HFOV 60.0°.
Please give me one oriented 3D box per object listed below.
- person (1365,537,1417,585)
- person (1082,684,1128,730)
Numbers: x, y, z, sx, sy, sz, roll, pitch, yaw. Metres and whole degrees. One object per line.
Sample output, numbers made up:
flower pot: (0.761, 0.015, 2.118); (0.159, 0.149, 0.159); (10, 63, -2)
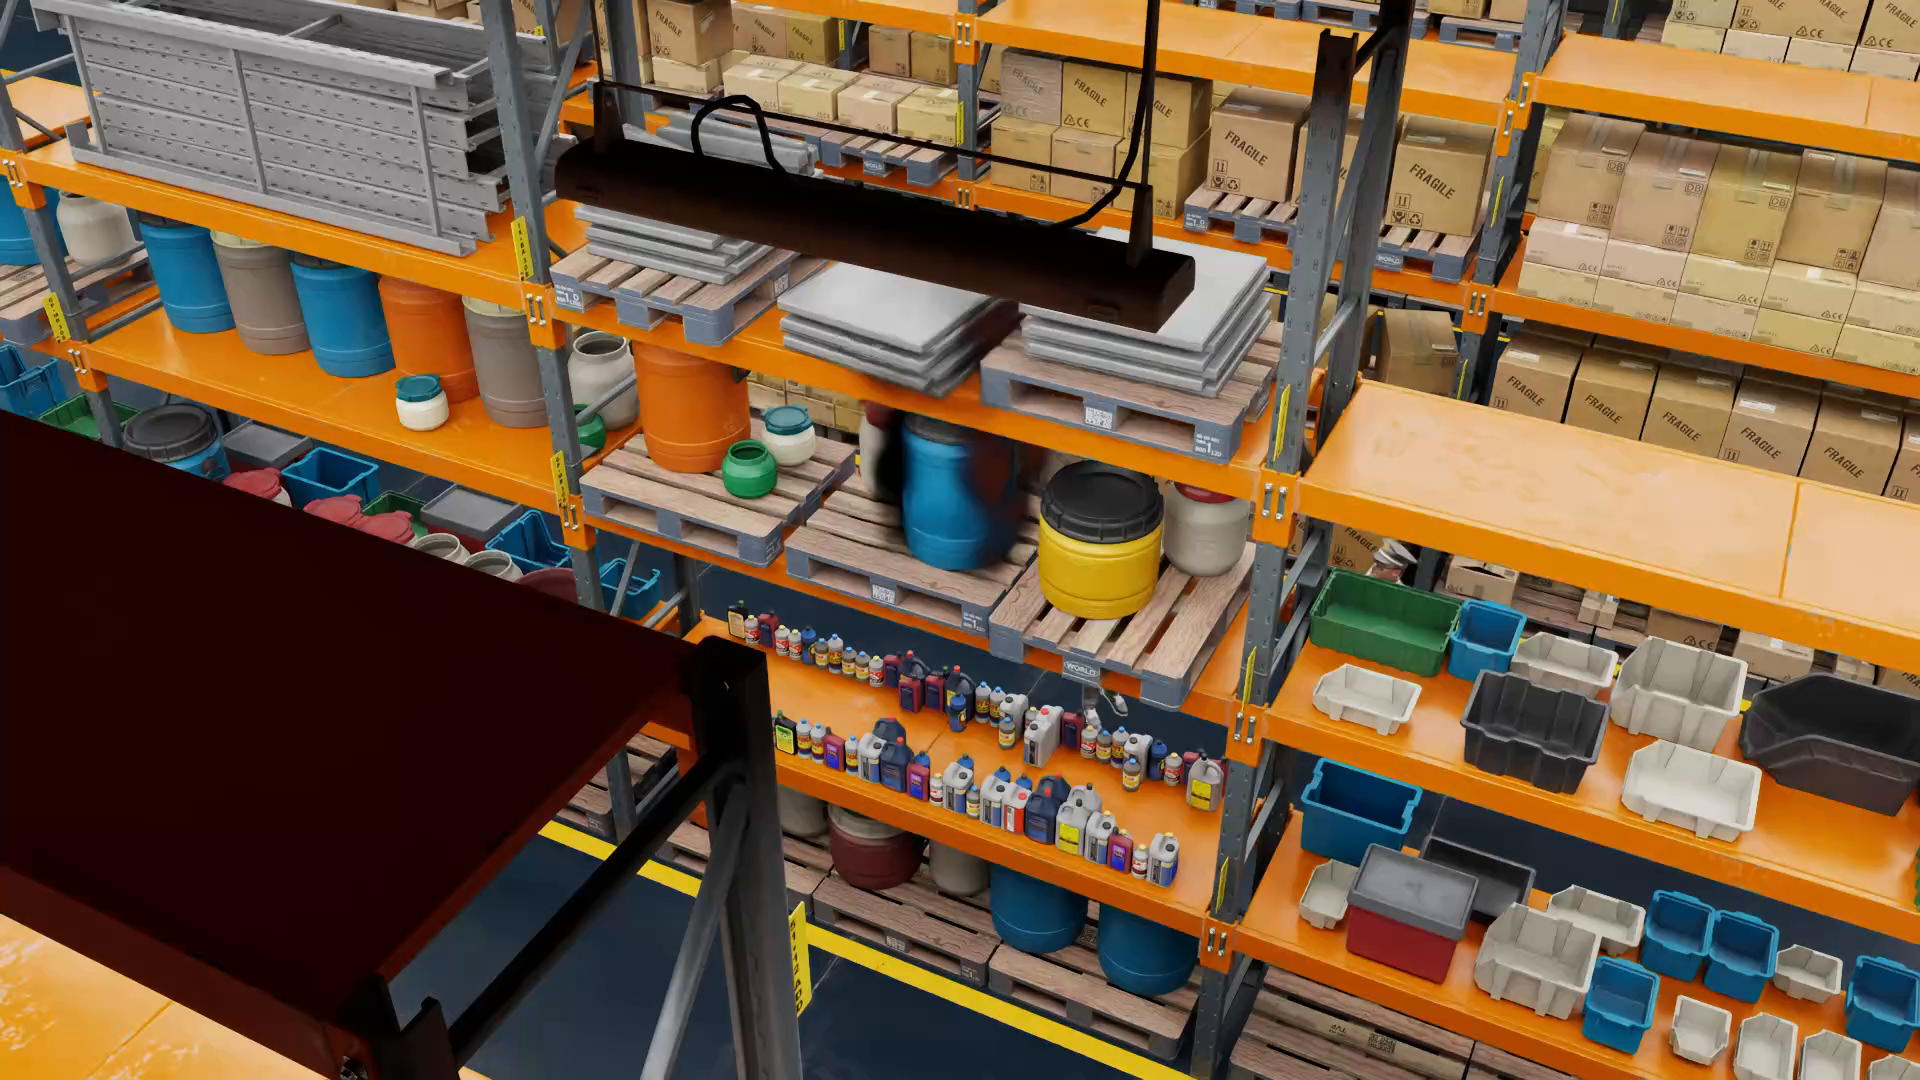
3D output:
person: (2.604, 0.702, 10.844); (0.936, 1.738, 0.533); (16, 38, 22)
person: (0.956, 0.567, 11.164); (0.450, 1.593, 0.389); (2, 35, 3)
